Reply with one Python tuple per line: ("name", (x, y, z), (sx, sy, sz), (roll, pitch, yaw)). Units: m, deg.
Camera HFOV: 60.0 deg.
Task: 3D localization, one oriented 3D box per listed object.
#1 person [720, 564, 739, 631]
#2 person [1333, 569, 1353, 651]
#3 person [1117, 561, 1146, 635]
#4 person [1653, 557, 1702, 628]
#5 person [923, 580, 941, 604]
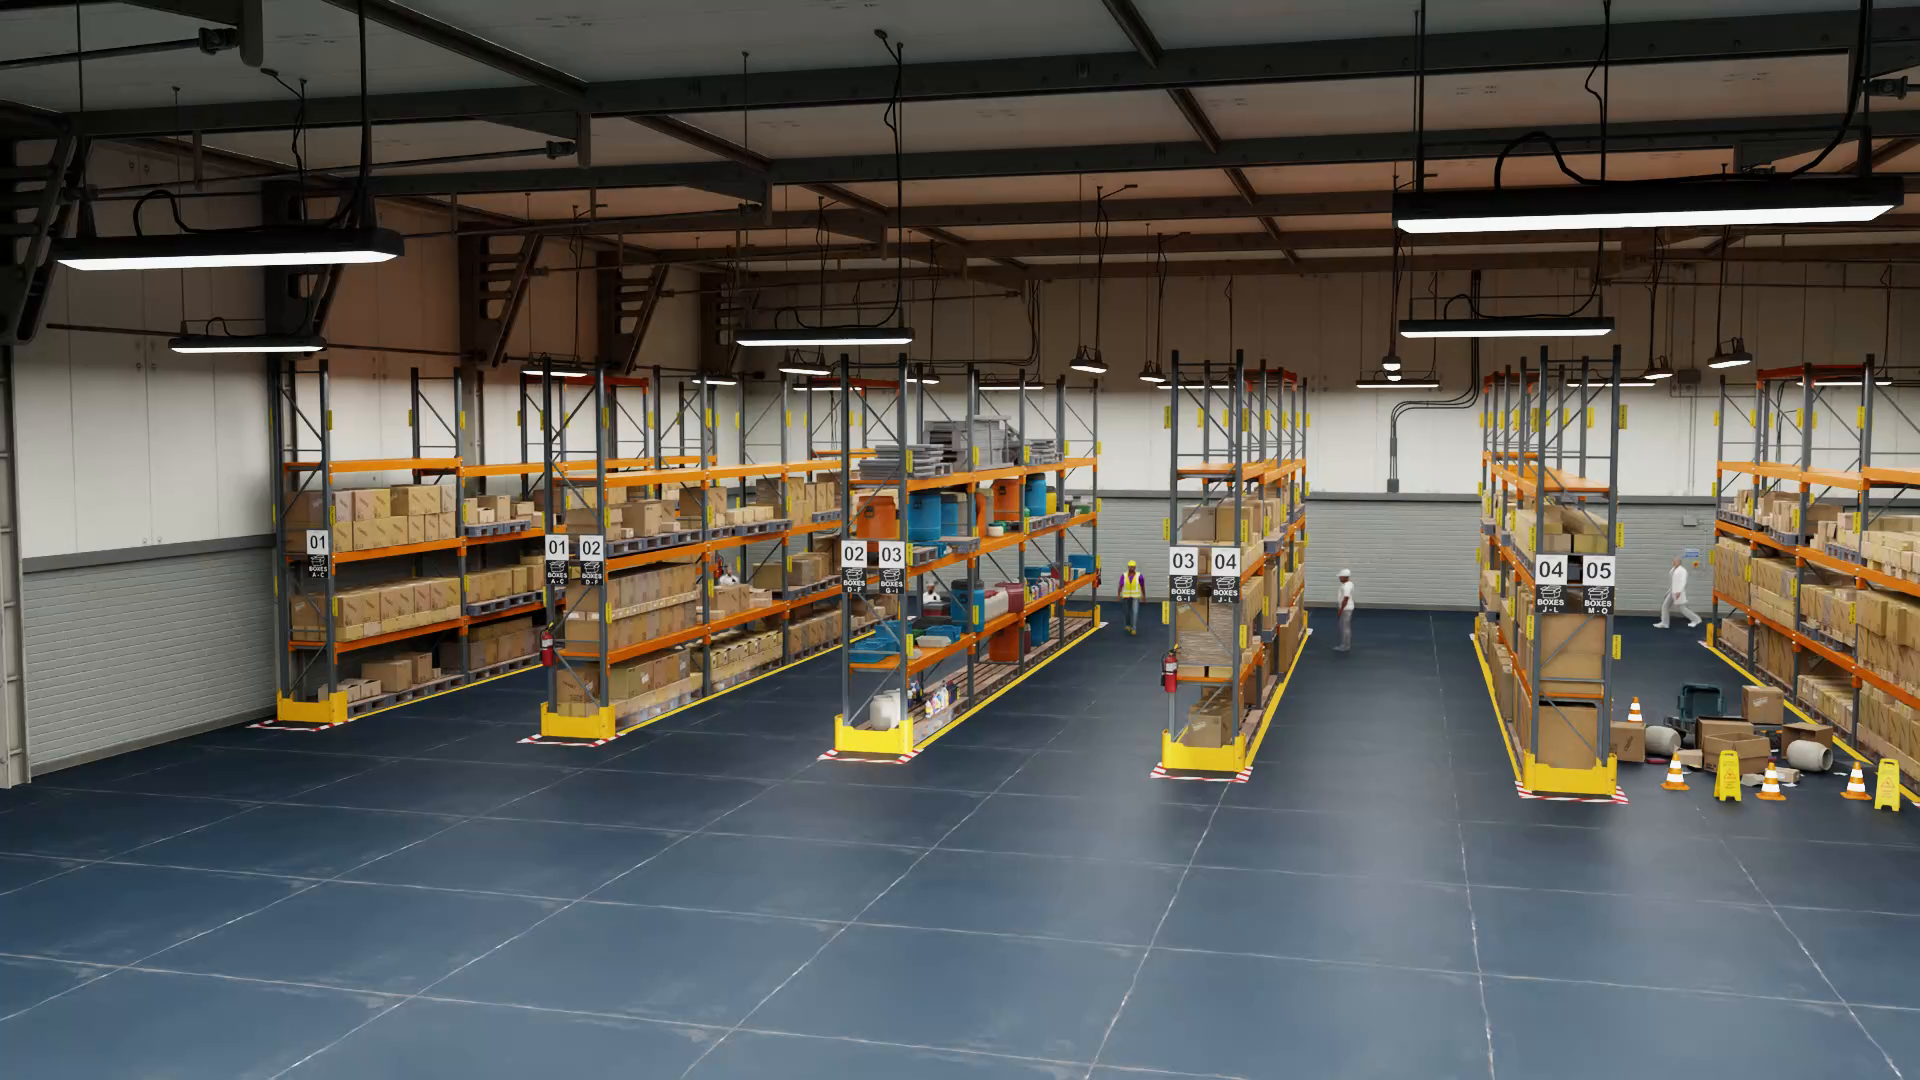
("person", (-5.372, 1.370, 38.848), (0.459, 1.654, 0.707), (1, 4, 13))
("person", (8.318, 1.518, 36.051), (0.408, 1.776, 0.582), (1, 4, 16))
("person", (4.011, 1.344, 38.926), (0.659, 1.724, 1.042), (1, 4, 10))
("person", (17.220, 1.262, 39.866), (1.078, 1.730, 0.654), (0, 4, 2))
("person", (-0.621, 1.629, 35.000), (0.458, 1.593, 0.928), (2, 4, 20))
